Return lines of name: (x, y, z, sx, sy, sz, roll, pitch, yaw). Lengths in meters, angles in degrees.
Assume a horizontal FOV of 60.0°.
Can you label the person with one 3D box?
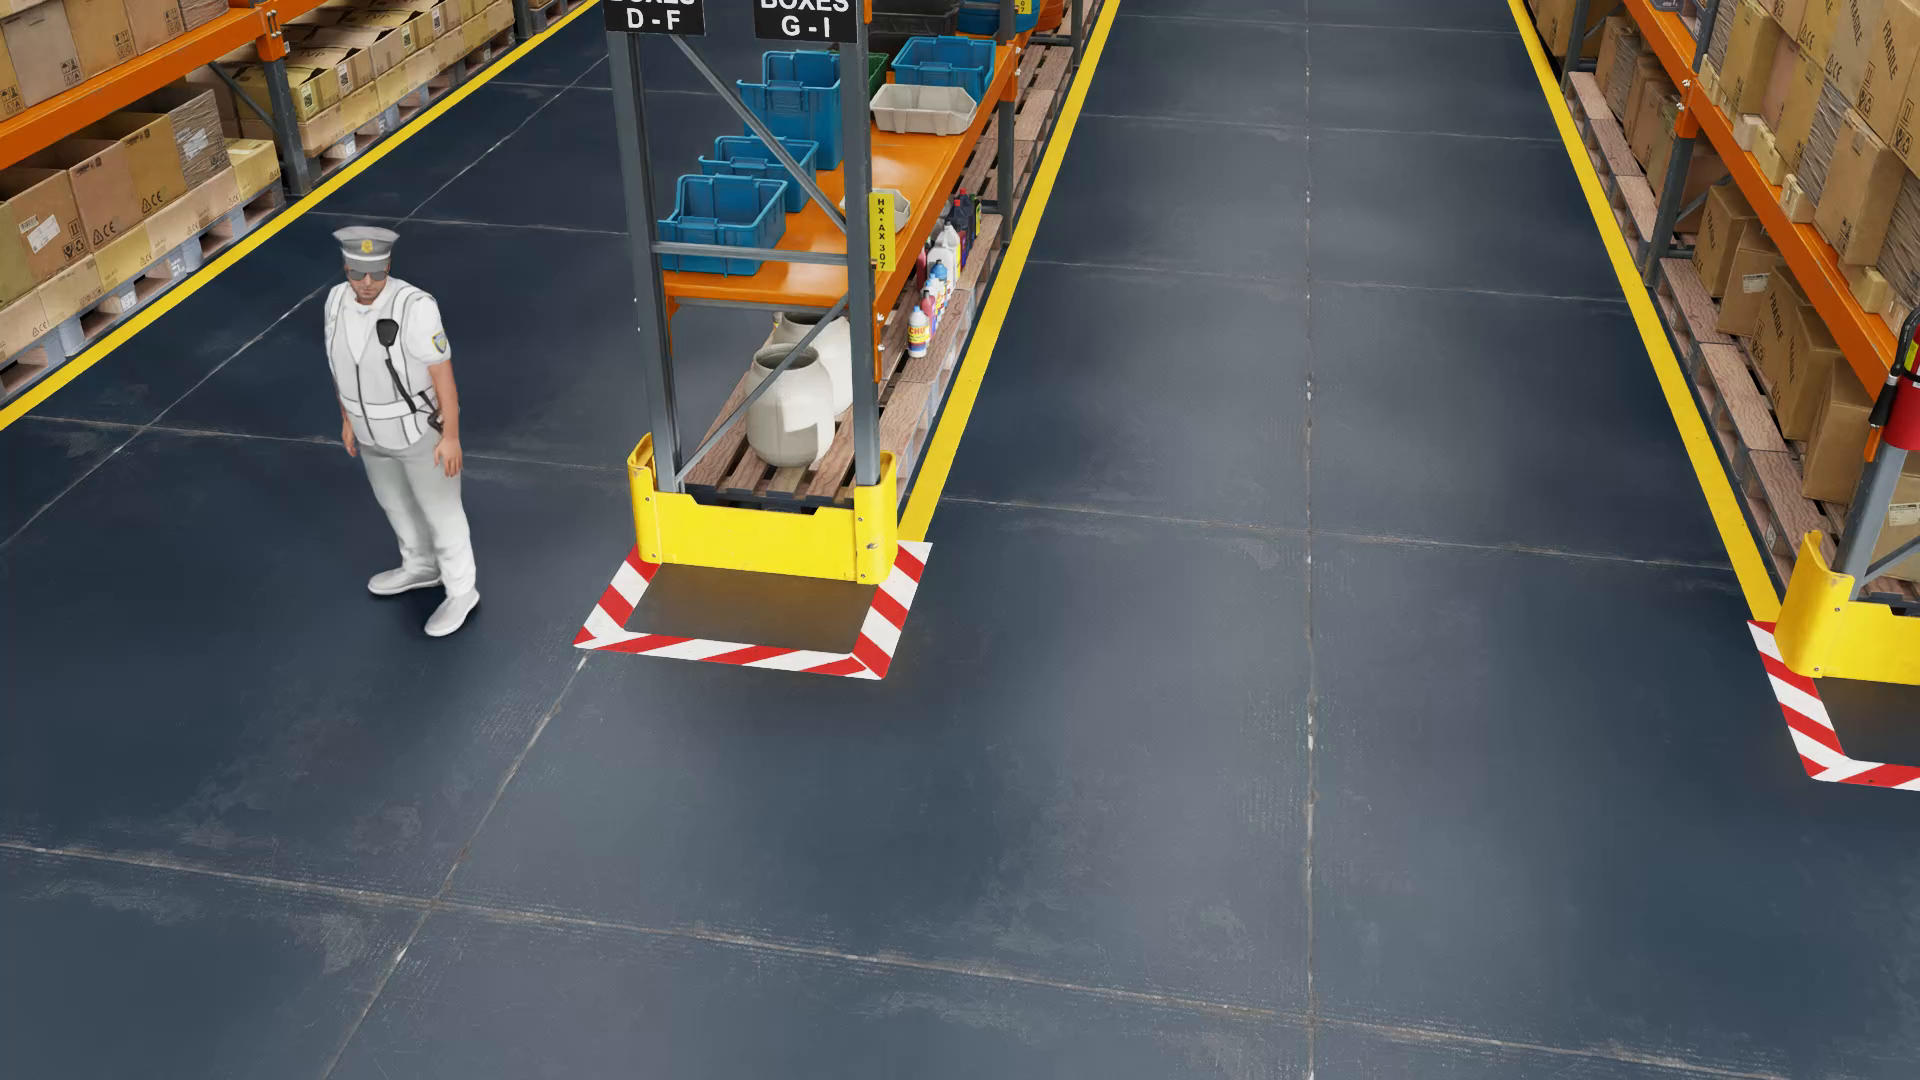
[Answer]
person: (-2.327, -0.459, 6.824, 0.641, 1.749, 0.413, 12, 34, 19)
